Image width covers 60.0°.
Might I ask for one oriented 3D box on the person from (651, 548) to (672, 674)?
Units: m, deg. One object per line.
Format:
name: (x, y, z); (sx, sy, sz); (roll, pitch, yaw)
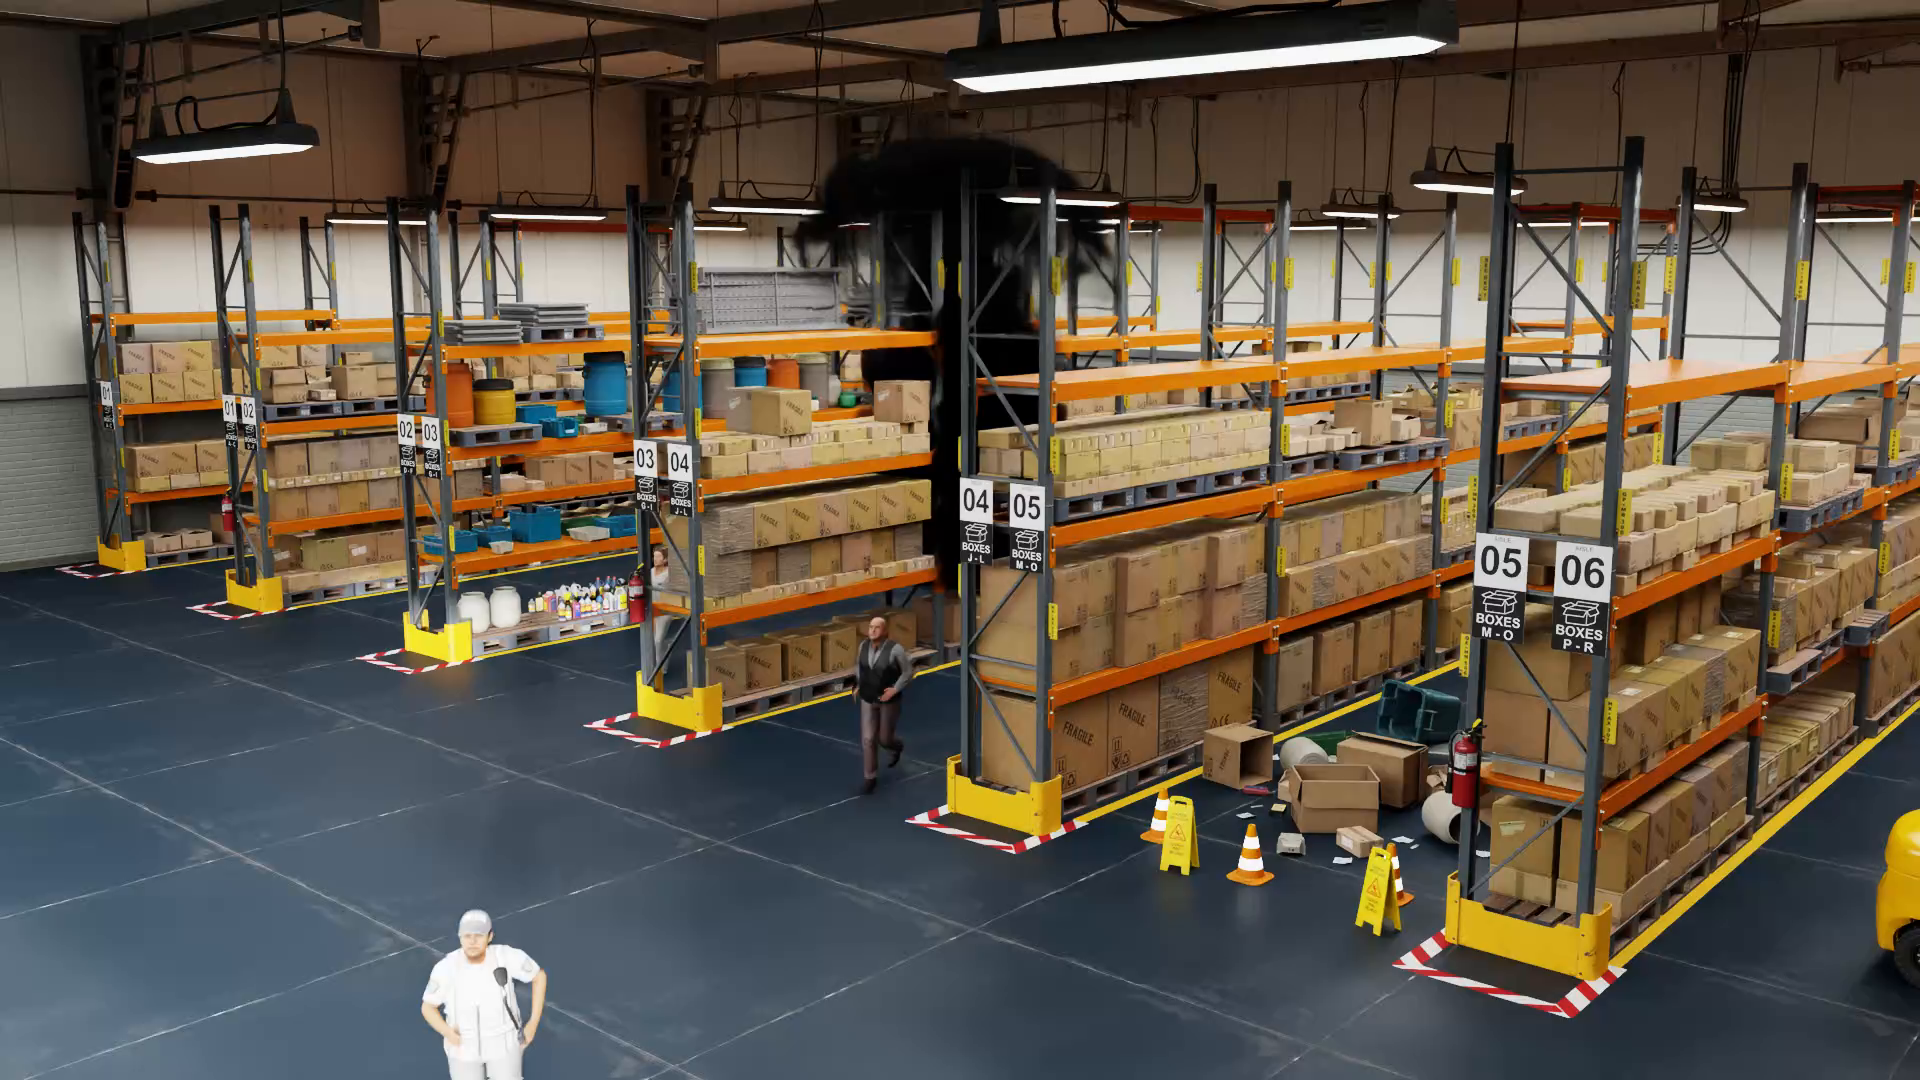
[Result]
person: (-3.773, 0.897, 20.983); (0.561, 1.619, 0.588); (3, 10, 19)

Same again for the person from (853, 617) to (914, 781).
person: (-0.734, 1.553, 16.558); (0.663, 1.649, 0.674); (3, 10, 19)

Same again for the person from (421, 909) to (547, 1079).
person: (-2.640, 2.845, 9.225); (0.661, 1.638, 0.570); (-1, 10, -8)
